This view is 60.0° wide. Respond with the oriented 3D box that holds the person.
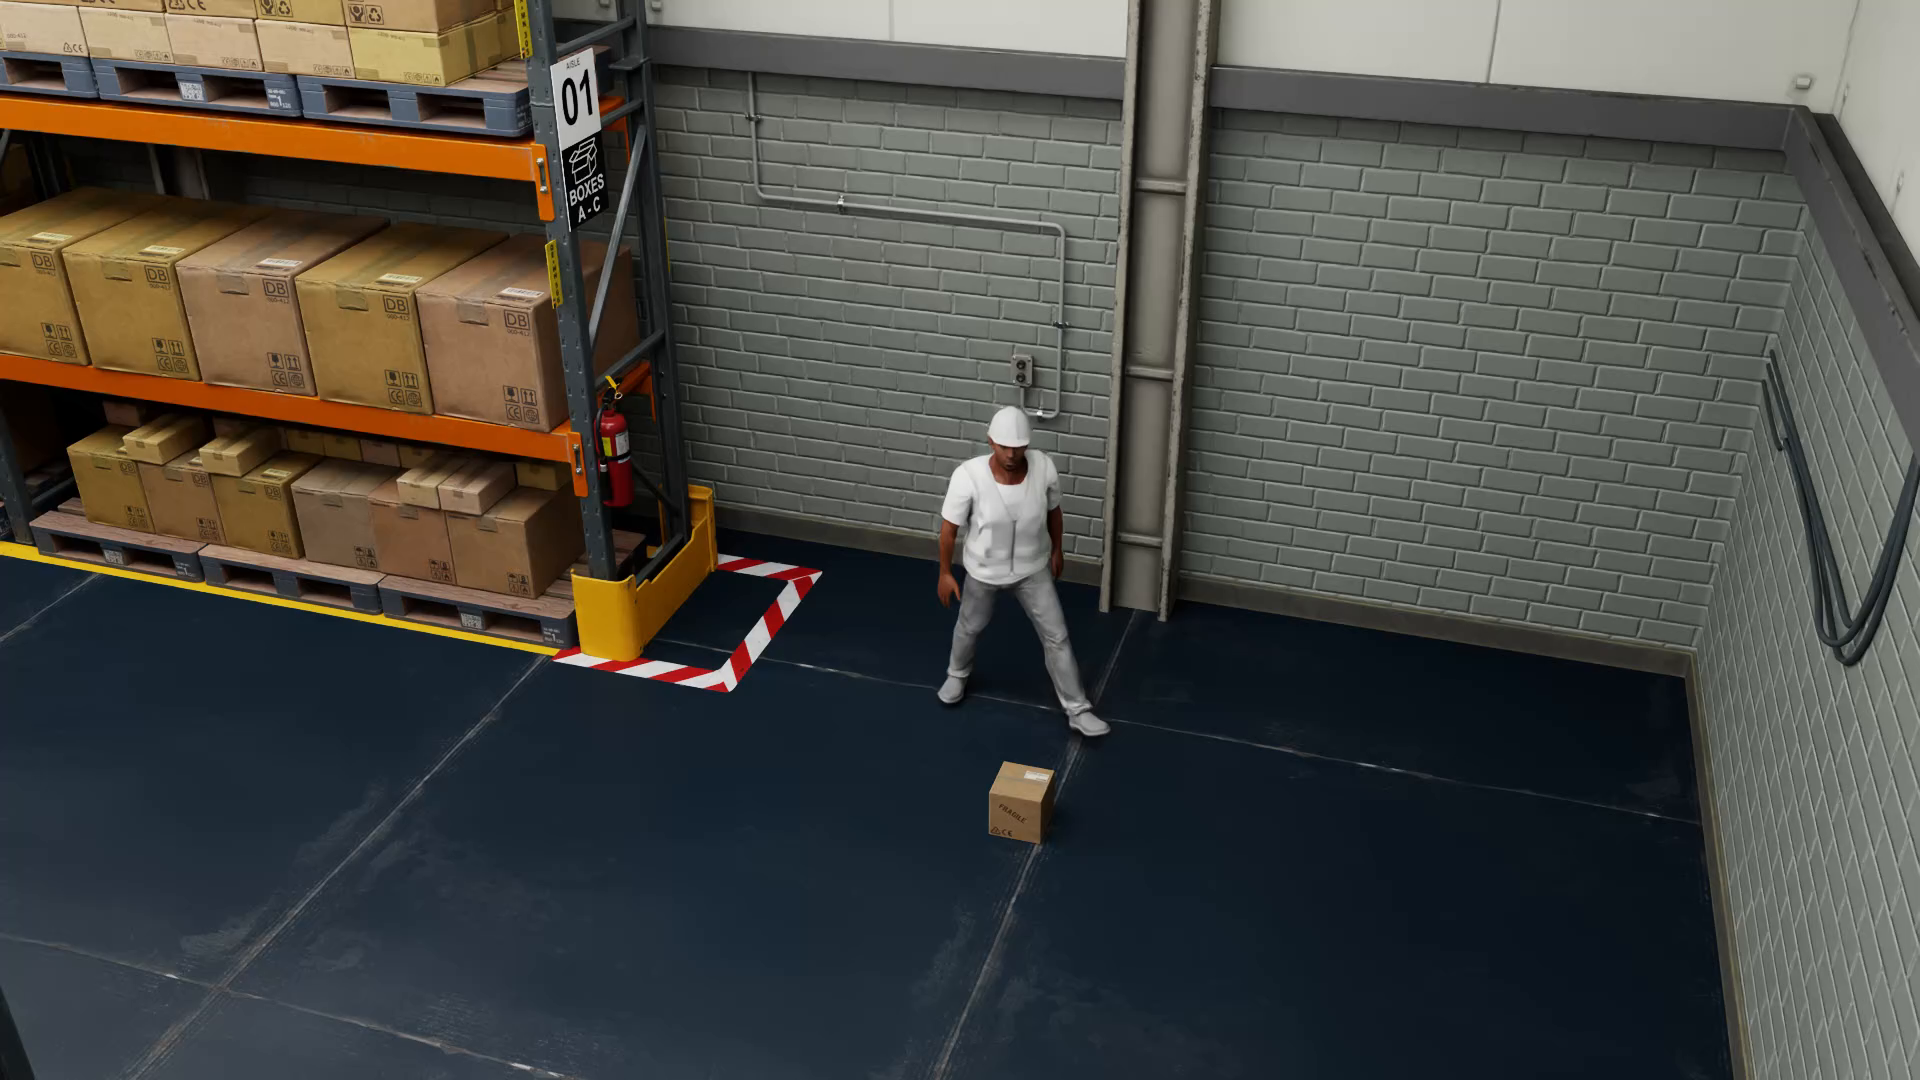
[{"bbox_3d":[0.222,-0.157,8.086,0.680,1.062,0.388,-6,30,-10],"label":"person"}]
